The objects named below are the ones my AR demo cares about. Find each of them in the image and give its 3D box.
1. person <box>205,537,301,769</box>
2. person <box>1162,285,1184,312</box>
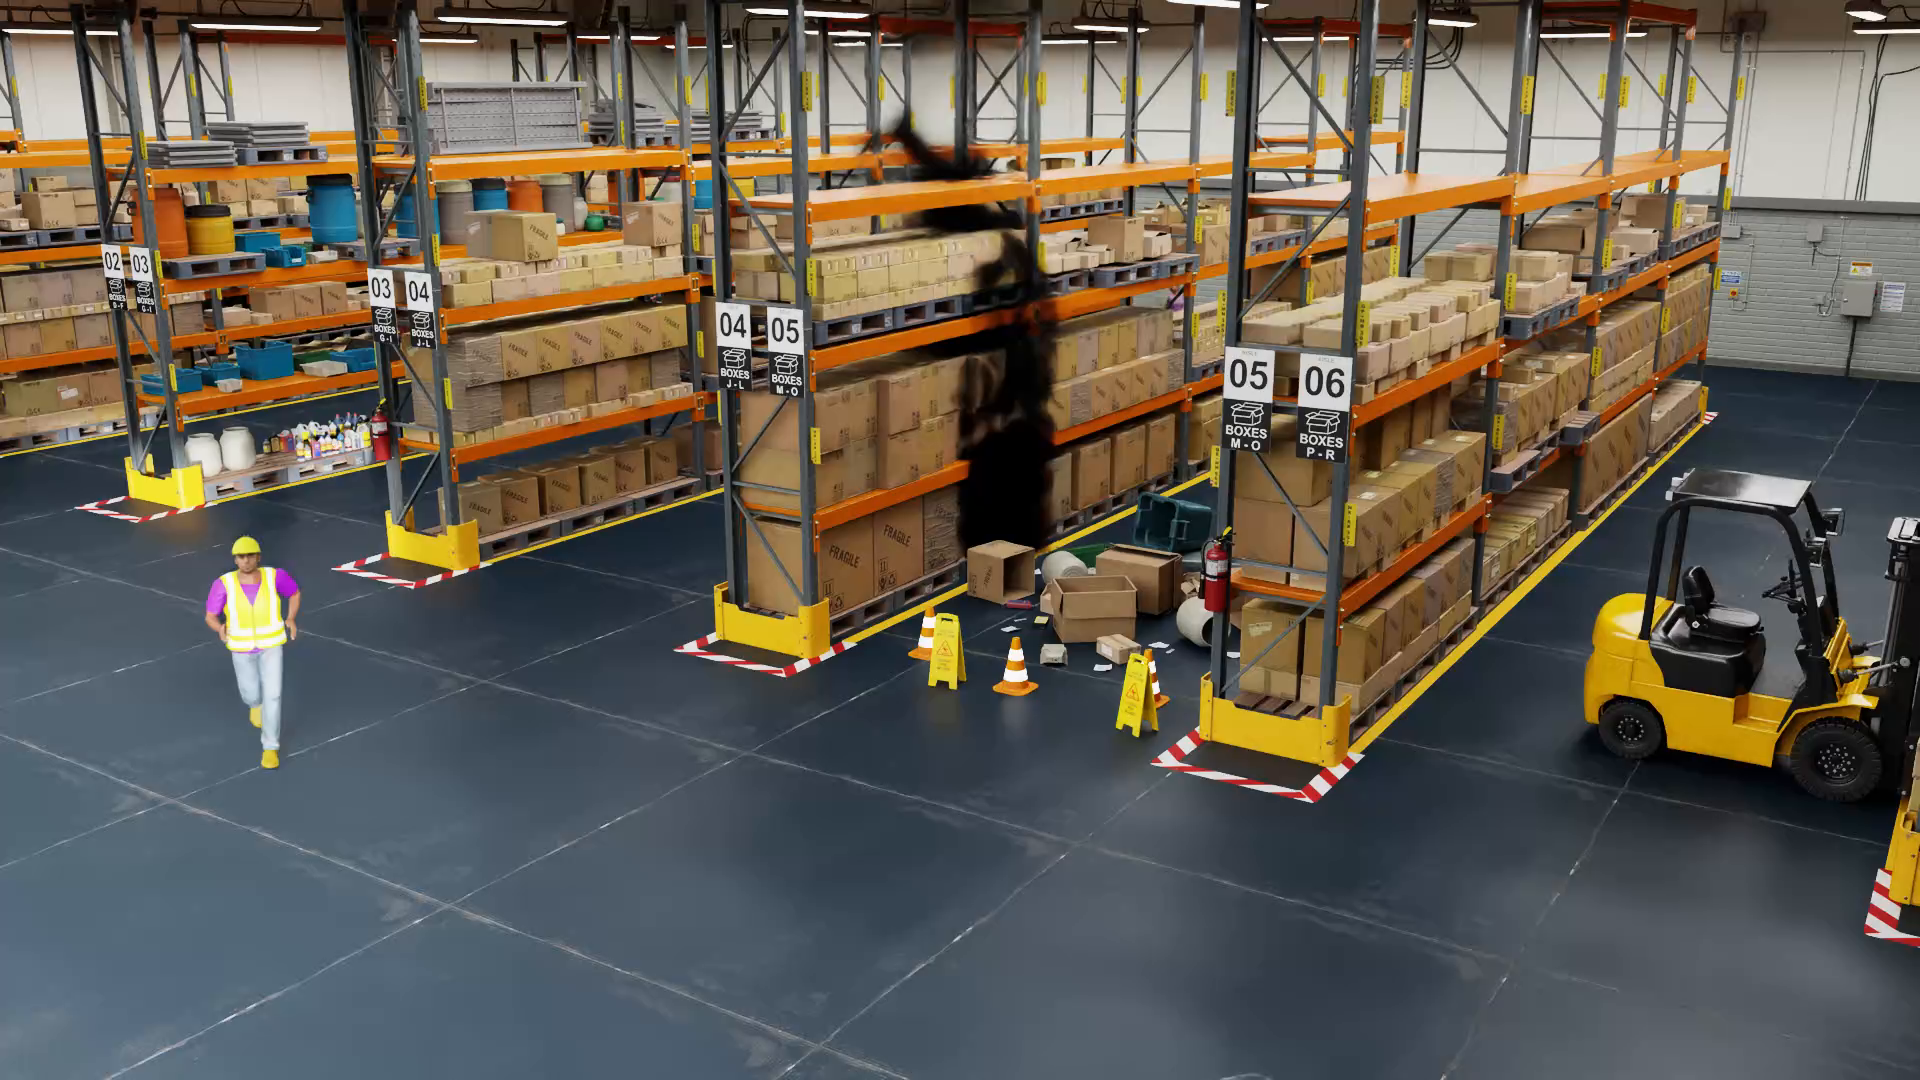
[{"bbox_3d":[-5.476,0.823,12.968,0.699,1.752,0.923,-6,17,-21],"label":"person"},{"bbox_3d":[4.040,-4.027,30.876,0.597,1.551,0.483,-4,16,-16],"label":"person"}]
